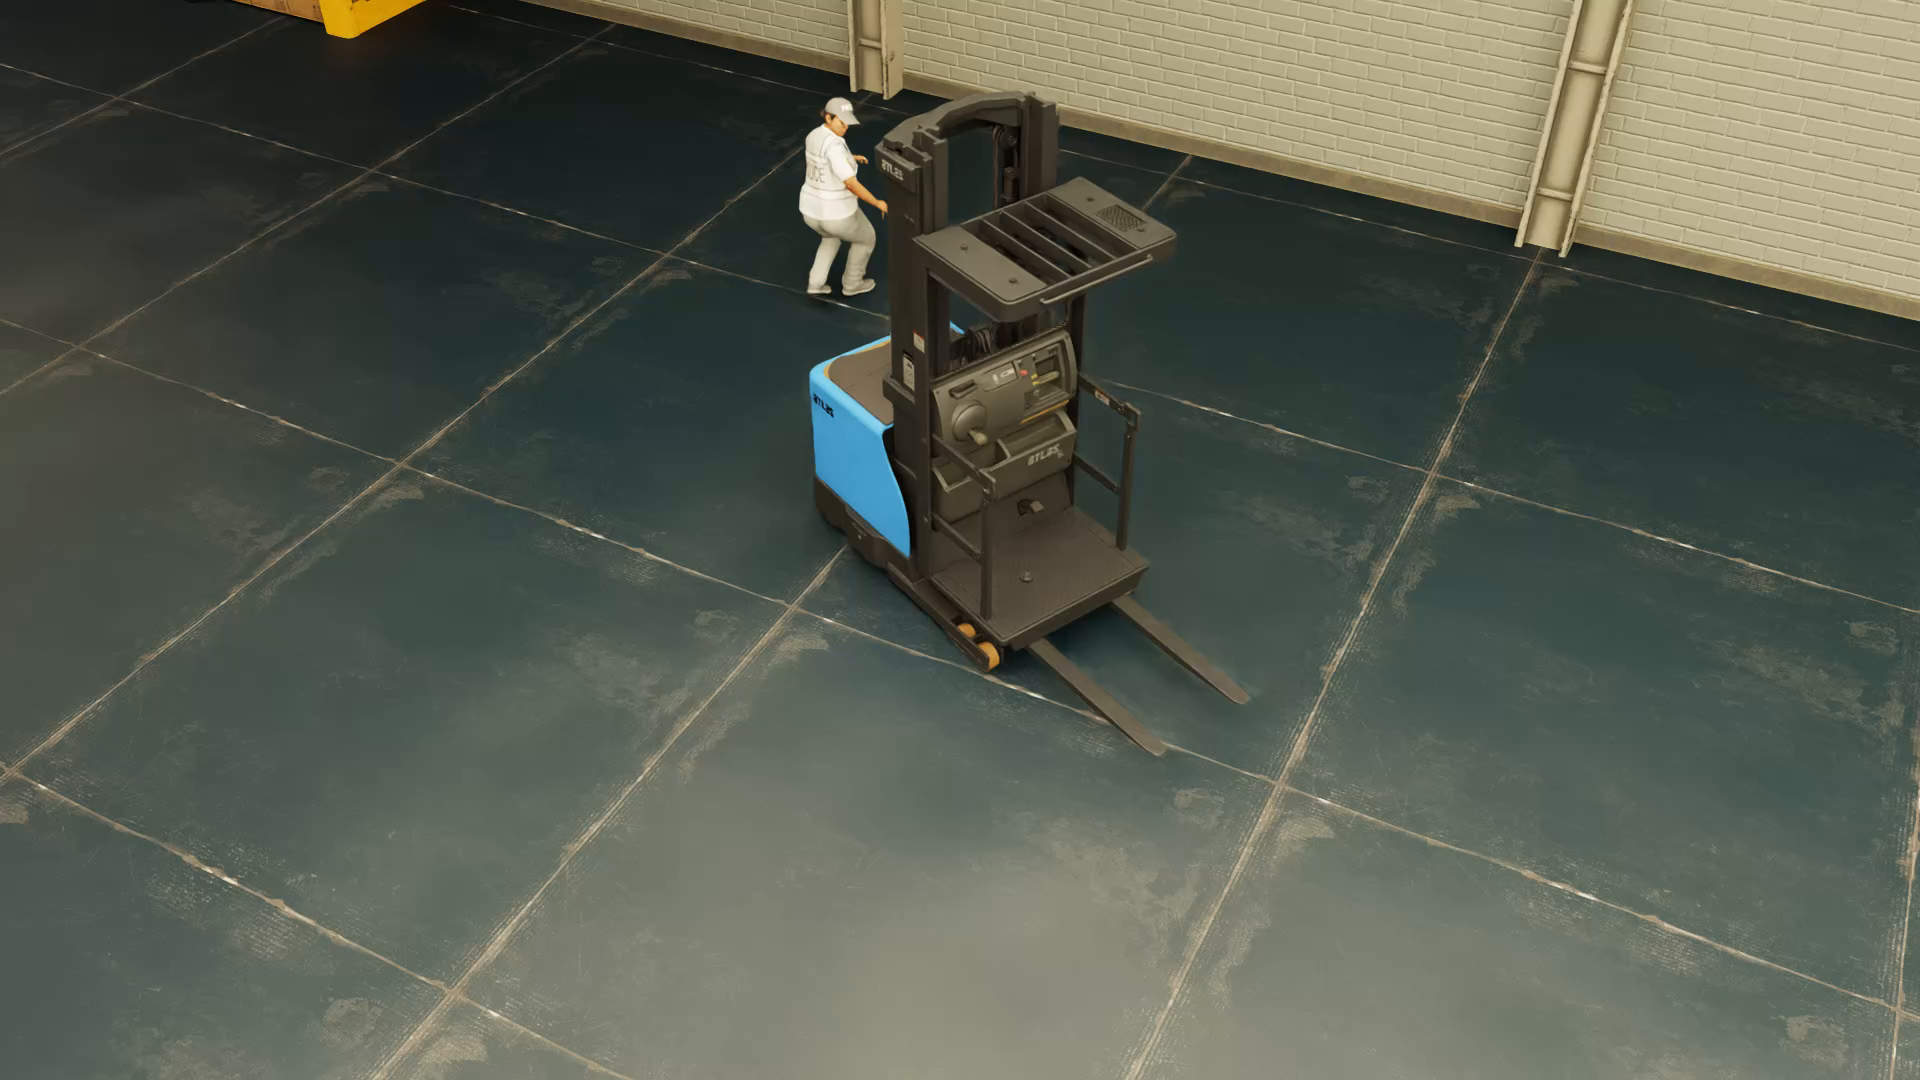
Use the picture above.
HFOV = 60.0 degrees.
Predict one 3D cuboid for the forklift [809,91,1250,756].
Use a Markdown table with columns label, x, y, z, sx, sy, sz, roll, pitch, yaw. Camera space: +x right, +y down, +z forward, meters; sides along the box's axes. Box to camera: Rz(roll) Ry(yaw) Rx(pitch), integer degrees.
| label | x | y | z | sx | sy | sz | roll | pitch | yaw |
| --- | --- | --- | --- | --- | --- | --- | --- | --- | --- |
| forklift | 0.379 | -0.745 | 8.871 | 1.130 | 2.935 | 3.031 | -26 | 46 | -27 |

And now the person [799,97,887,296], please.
| label | x | y | z | sx | sy | sz | roll | pitch | yaw |
| --- | --- | --- | --- | --- | --- | --- | --- | --- | --- |
| person | -0.800 | -2.444 | 11.959 | 0.743 | 1.554 | 0.779 | -33 | 50 | -33 |
